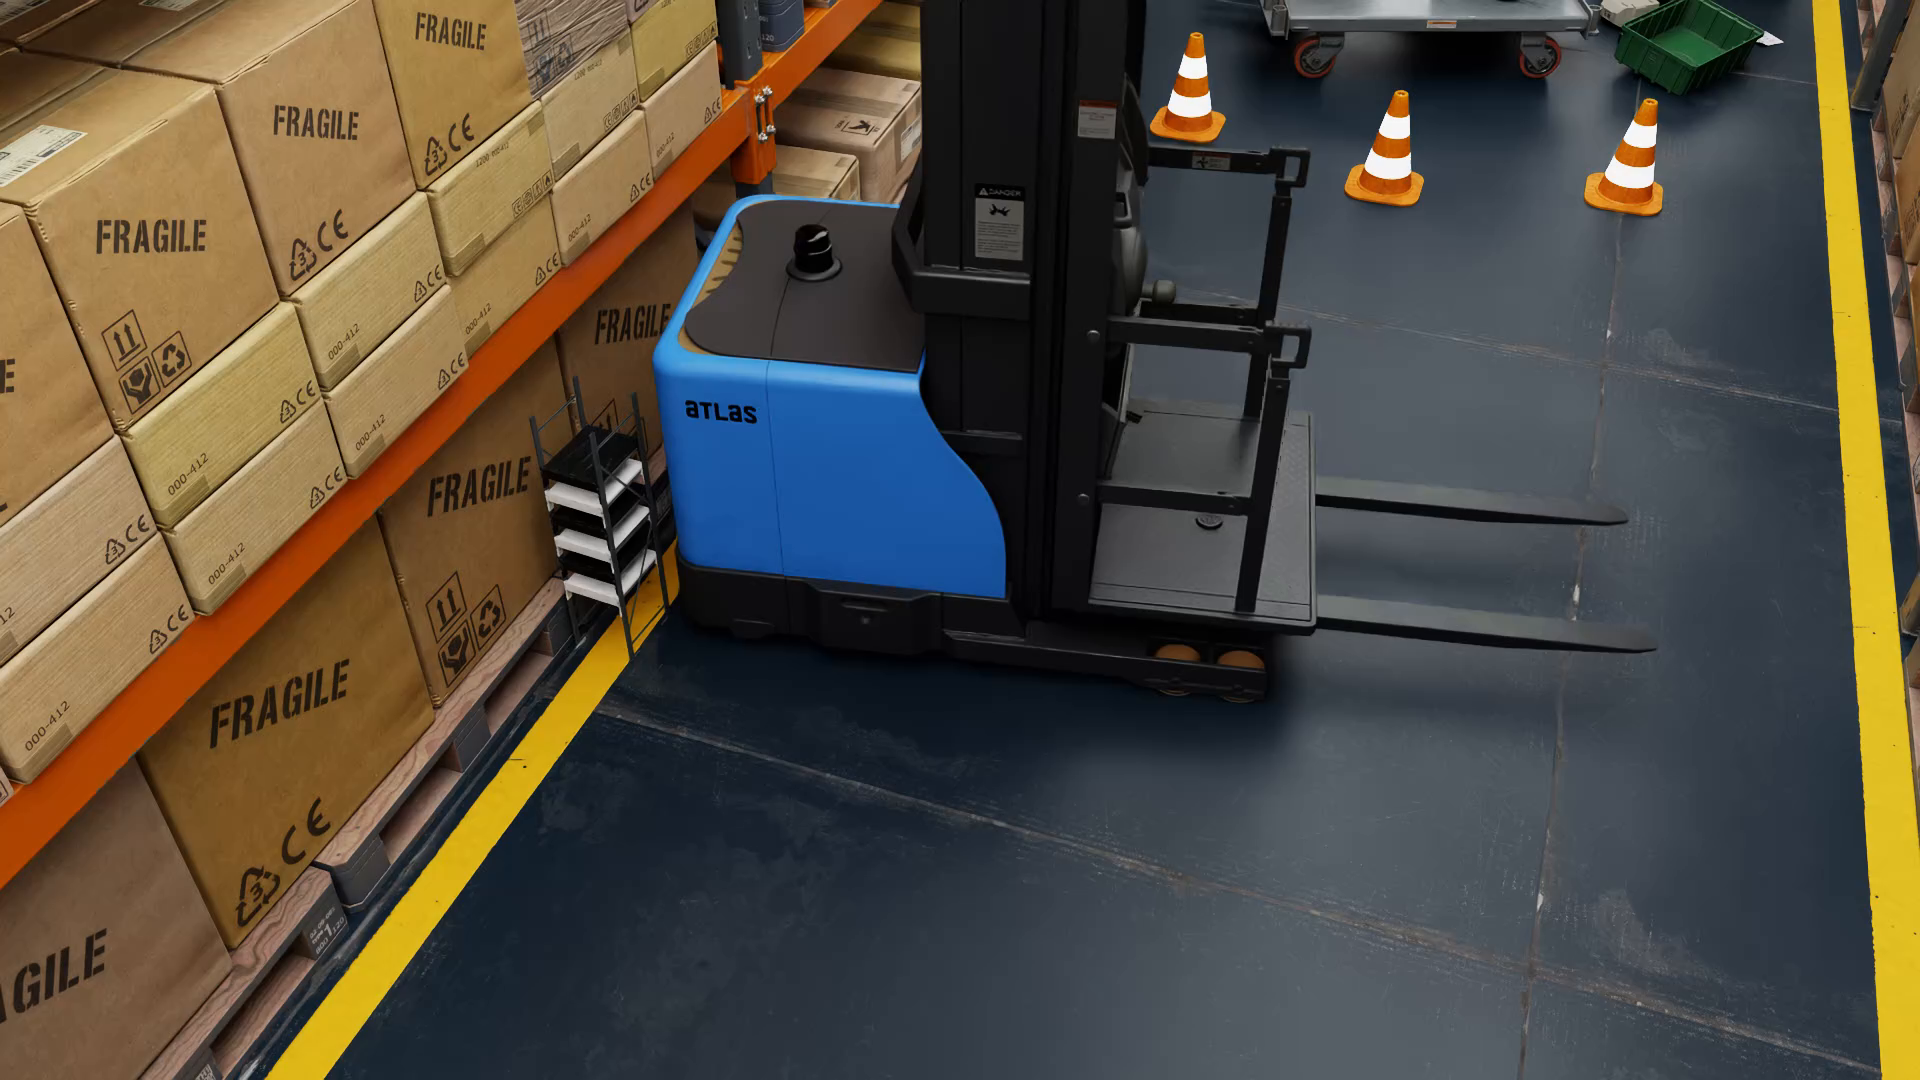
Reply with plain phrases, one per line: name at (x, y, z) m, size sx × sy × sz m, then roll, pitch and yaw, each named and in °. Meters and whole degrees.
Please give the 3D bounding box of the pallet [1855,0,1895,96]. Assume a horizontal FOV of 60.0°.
pallet at (5.240, -2.584, 8.616) m, size 1.003 × 0.211 × 1.213 m, roll 13°, pitch 42°, yaw 15°

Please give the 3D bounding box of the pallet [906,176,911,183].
pallet at (-0.460, -1.952, 7.876) m, size 1.003 × 0.211 × 1.213 m, roll 13°, pitch 42°, yaw 15°

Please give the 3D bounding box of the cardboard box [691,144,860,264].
cardboard box at (-0.945, -1.298, 6.661) m, size 0.950 × 0.372 × 0.625 m, roll 11°, pitch 42°, yaw 12°

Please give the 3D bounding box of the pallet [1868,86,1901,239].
pallet at (4.713, -1.650, 7.521) m, size 1.003 × 0.211 × 1.213 m, roll 13°, pitch 42°, yaw 15°

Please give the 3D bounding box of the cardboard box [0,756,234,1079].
cardboard box at (-2.379, 0.897, 3.701) m, size 0.875 × 0.875 × 0.875 m, roll 15°, pitch 43°, yaw 16°

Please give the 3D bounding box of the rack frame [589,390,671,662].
rack frame at (-1.000, -0.025, 5.085) m, size 0.006 × 0.900 × 0.240 m, roll 16°, pitch 43°, yaw 18°

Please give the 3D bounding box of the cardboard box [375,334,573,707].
cardboard box at (-1.771, -0.201, 4.988) m, size 0.875 × 0.875 × 0.875 m, roll 14°, pitch 42°, yaw 16°

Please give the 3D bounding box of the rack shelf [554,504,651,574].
rack shelf at (-1.093, -0.026, 5.138) m, size 0.200 × 0.077 × 0.258 m, roll 16°, pitch 43°, yaw 18°

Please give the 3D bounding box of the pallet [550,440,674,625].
pallet at (-1.488, -0.270, 5.904) m, size 1.003 × 0.211 × 1.213 m, roll 13°, pitch 42°, yaw 15°

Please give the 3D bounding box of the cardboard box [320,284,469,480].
cardboard box at (-1.572, -0.436, 4.066) m, size 0.500 × 0.250 × 0.500 m, roll 13°, pitch 42°, yaw 14°

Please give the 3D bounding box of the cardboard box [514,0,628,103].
cardboard box at (-1.246, -1.526, 4.380) m, size 0.500 × 0.500 × 0.500 m, roll 14°, pitch 42°, yaw 16°

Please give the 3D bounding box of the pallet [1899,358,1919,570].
pallet at (3.879, -0.162, 5.777) m, size 1.003 × 0.211 × 1.213 m, roll 13°, pitch 42°, yaw 15°

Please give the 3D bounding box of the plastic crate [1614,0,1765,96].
plastic crate at (3.735, -2.547, 8.546) m, size 0.662 × 0.188 × 0.450 m, roll -29°, pitch 58°, yaw -29°

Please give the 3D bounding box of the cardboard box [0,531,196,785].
cardboard box at (-1.941, 0.176, 3.349) m, size 0.500 × 0.250 × 0.500 m, roll 12°, pitch 42°, yaw 14°

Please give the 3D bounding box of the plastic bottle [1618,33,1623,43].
plastic bottle at (3.583, -2.584, 8.731) m, size 0.133 × 0.061 × 0.283 m, roll -7°, pitch 41°, yaw -8°

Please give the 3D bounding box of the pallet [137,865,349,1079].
pallet at (-2.323, 1.218, 4.160) m, size 1.003 × 0.211 × 1.213 m, roll 13°, pitch 42°, yaw 15°

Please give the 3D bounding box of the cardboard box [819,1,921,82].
cardboard box at (-0.436, -2.211, 7.731) m, size 0.950 × 0.372 × 0.625 m, roll 15°, pitch 43°, yaw 17°

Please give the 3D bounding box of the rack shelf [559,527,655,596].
rack shelf at (-1.093, 0.043, 5.197) m, size 0.200 × 0.077 × 0.258 m, roll 16°, pitch 43°, yaw 18°

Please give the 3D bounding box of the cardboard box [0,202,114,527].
cardboard box at (-1.947, -0.295, 2.937) m, size 0.500 × 0.500 × 0.500 m, roll 13°, pitch 42°, yaw 15°

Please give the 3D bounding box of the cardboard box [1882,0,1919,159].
cardboard box at (4.779, -2.103, 7.314) m, size 1.050 × 0.750 × 0.750 m, roll 13°, pitch 42°, yaw 15°

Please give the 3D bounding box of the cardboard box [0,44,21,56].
cardboard box at (-2.237, -0.724, 3.440) m, size 0.500 × 0.500 × 0.500 m, roll 15°, pitch 43°, yaw 16°

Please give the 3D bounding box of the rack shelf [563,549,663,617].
rack shelf at (-1.093, 0.111, 5.255) m, size 0.200 × 0.077 × 0.258 m, roll 16°, pitch 43°, yaw 18°

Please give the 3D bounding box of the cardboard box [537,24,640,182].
cardboard box at (-1.246, -1.263, 4.650) m, size 0.500 × 0.250 × 0.500 m, roll 12°, pitch 42°, yaw 14°

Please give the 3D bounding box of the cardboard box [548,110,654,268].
cardboard box at (-1.237, -1.057, 4.793) m, size 0.500 × 0.250 × 0.500 m, roll 14°, pitch 42°, yaw 16°

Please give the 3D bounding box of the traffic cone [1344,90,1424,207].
traffic cone at (1.952, -1.804, 7.508) m, size 0.336 × 0.463 × 0.334 m, roll 13°, pitch 42°, yaw 15°

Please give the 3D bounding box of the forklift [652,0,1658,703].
forklift at (0.664, -0.982, 4.643) m, size 3.031 × 2.935 × 1.130 m, roll 6°, pitch 41°, yaw 7°

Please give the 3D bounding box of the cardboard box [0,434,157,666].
cardboard box at (-1.948, -0.019, 3.191) m, size 0.500 × 0.250 × 0.500 m, roll 14°, pitch 42°, yaw 16°

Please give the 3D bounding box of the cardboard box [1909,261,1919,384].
cardboard box at (4.127, -0.948, 5.959) m, size 1.050 × 0.750 × 0.750 m, roll 14°, pitch 42°, yaw 16°

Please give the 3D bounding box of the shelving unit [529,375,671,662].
shelving unit at (-1.093, -0.051, 5.117) m, size 0.210 × 0.900 × 0.258 m, roll 16°, pitch 43°, yaw 18°

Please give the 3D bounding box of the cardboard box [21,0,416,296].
cardboard box at (-1.602, -0.917, 3.666) m, size 0.500 × 0.500 × 0.500 m, roll 13°, pitch 42°, yaw 14°

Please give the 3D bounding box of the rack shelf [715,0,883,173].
rack shelf at (-0.464, -2.741, 7.206) m, size 1.077 × 0.370 × 4.000 m, roll 13°, pitch 42°, yaw 15°

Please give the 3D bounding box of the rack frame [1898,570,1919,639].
rack frame at (3.538, -0.758, 4.328) m, size 1.000 × 3.000 × 0.127 m, roll 13°, pitch 42°, yaw 15°

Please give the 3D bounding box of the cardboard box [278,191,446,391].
cardboard box at (-1.580, -0.630, 3.907) m, size 0.500 × 0.250 × 0.500 m, roll 12°, pitch 42°, yaw 14°

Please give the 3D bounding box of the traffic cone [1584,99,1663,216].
traffic cone at (3.029, -1.750, 7.445) m, size 0.336 × 0.463 × 0.334 m, roll 13°, pitch 42°, yaw 15°

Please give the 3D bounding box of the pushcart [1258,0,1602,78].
pushcart at (2.380, -2.762, 8.696) m, size 1.648 × 0.377 × 0.936 m, roll 0°, pitch 40°, yaw 0°
